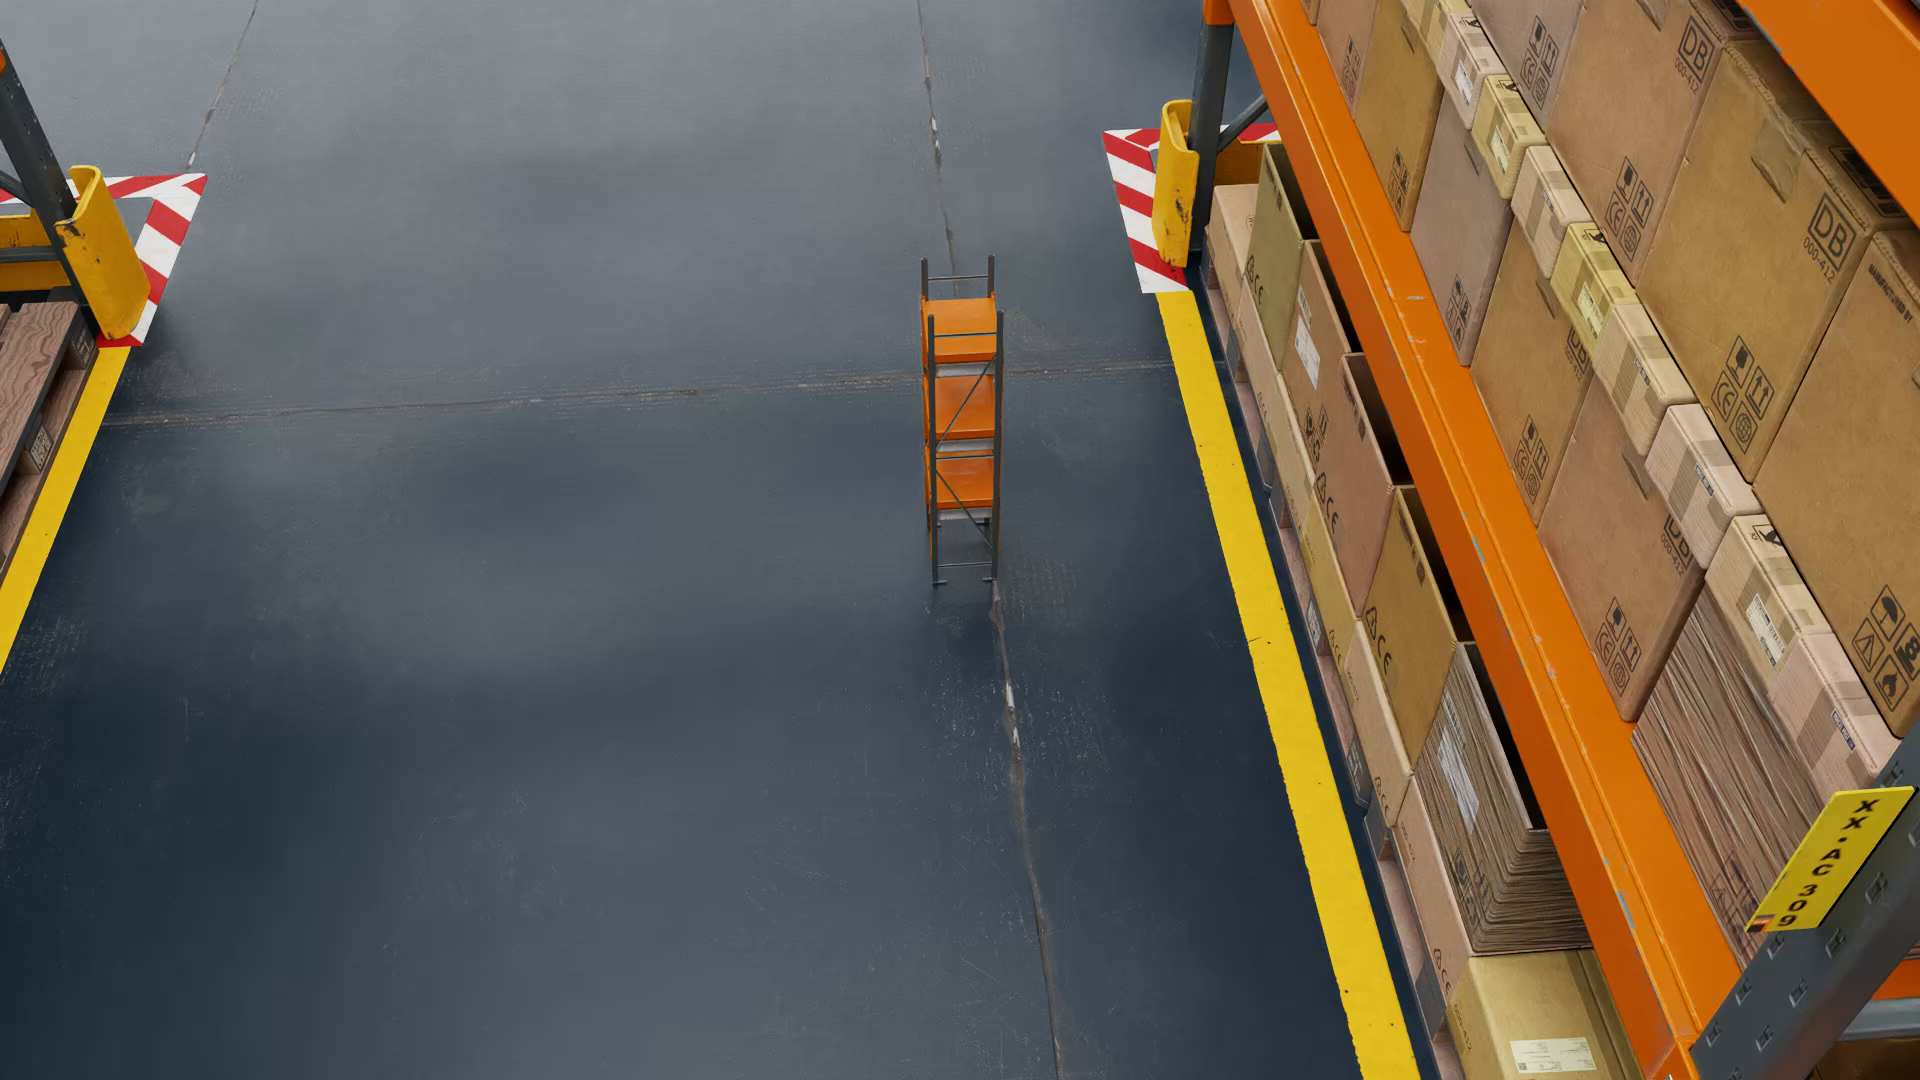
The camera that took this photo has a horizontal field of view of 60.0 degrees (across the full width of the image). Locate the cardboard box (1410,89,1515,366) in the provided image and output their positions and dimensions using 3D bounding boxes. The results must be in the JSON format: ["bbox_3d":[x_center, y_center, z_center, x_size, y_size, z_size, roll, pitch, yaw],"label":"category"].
[{"bbox_3d":[1.490,-0.764,3.838,0.700,0.500,0.500,-2,47,-2],"label":"cardboard box"}]

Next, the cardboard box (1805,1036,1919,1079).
[{"bbox_3d":[1.939,0.895,3.425,0.500,0.500,0.500,-3,47,-3],"label":"cardboard box"}]

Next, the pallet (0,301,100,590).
[{"bbox_3d":[-3.489,-0.290,5.380,1.003,0.211,1.213,-3,47,-3],"label":"pallet"}]

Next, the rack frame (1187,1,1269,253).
[{"bbox_3d":[1.331,-2.188,5.256,1.000,3.000,0.127,-3,47,-3],"label":"rack frame"}]

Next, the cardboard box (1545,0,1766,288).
[{"bbox_3d":[1.538,-0.823,3.001,0.700,0.500,0.500,-4,47,-3],"label":"cardboard box"}]

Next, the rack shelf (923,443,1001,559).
[{"bbox_3d":[0.004,-0.124,5.042,0.215,0.259,0.240,-3,47,-3],"label":"rack shelf"}]

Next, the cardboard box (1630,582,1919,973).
[{"bbox_3d":[1.622,0.351,2.783,0.700,0.500,0.500,-5,47,-4],"label":"cardboard box"}]

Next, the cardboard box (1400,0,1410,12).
[{"bbox_3d":[1.237,-1.401,3.996,0.380,0.149,0.250,-5,47,-5],"label":"cardboard box"}]

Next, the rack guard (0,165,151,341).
[{"bbox_3d":[-3.552,-0.978,5.832,1.175,0.500,0.348,-3,47,-3],"label":"rack guard"}]

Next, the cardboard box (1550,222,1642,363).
[{"bbox_3d":[1.346,-0.471,3.115,0.380,0.149,0.250,-4,47,-3],"label":"cardboard box"}]

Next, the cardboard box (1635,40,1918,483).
[{"bbox_3d":[1.579,-0.460,2.658,0.700,0.500,0.500,-4,47,-3],"label":"cardboard box"}]

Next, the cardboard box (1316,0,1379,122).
[{"bbox_3d":[1.406,-1.504,4.540,0.700,0.500,0.500,-2,47,-2],"label":"cardboard box"}]

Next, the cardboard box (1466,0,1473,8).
[{"bbox_3d":[1.454,-1.547,3.686,0.700,0.500,0.500,-3,47,-3],"label":"cardboard box"}]

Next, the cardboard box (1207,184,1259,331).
[{"bbox_3d":[1.154,-0.985,5.722,0.500,0.250,0.500,-3,47,-3],"label":"cardboard box"}]

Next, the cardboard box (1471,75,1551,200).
[{"bbox_3d":[1.300,-0.846,3.469,0.380,0.149,0.250,-2,47,-2],"label":"cardboard box"}]

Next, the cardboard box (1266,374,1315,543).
[{"bbox_3d":[1.241,-0.262,5.037,0.500,0.250,0.500,-3,47,-3],"label":"cardboard box"}]

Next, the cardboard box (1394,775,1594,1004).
[{"bbox_3d":[1.377,0.823,4.009,0.500,0.250,0.500,-3,47,-3],"label":"cardboard box"}]

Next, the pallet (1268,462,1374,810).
[{"bbox_3d":[1.536,0.202,4.913,1.003,0.211,1.213,-3,47,-3],"label":"pallet"}]

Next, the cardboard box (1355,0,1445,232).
[{"bbox_3d":[1.442,-1.144,4.199,0.700,0.500,0.500,-3,47,-3],"label":"cardboard box"}]

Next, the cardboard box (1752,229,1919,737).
[{"bbox_3d":[1.622,-0.095,2.312,0.700,0.500,0.500,-3,47,-3],"label":"cardboard box"}]

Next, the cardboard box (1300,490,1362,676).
[{"bbox_3d":[1.278,0.100,4.694,0.500,0.250,0.500,-3,47,-3],"label":"cardboard box"}]

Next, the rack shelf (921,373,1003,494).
[{"bbox_3d":[0.004,-0.315,4.840,0.215,0.259,0.240,-3,47,-3],"label":"rack shelf"}]

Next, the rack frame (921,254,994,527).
[{"bbox_3d":[-0.006,-0.411,4.916,0.200,1.050,0.008,-3,47,-3],"label":"rack frame"}]

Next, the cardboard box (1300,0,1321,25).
[{"bbox_3d":[1.357,-1.884,4.899,0.700,0.500,0.500,-3,47,-3],"label":"cardboard box"}]

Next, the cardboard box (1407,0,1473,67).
[{"bbox_3d":[1.259,-1.217,3.821,0.380,0.149,0.250,-4,47,-4],"label":"cardboard box"}]

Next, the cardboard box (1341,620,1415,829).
[{"bbox_3d":[1.321,0.462,4.351,0.500,0.250,0.500,-3,47,-3],"label":"cardboard box"}]

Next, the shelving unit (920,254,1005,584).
[{"bbox_3d":[0.004,-0.322,4.832,0.215,1.050,0.252,-3,47,-3],"label":"shelving unit"}]

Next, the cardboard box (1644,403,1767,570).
[{"bbox_3d":[1.386,-0.103,2.766,0.380,0.149,0.250,-5,47,-4],"label":"cardboard box"}]

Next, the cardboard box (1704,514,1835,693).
[{"bbox_3d":[1.411,0.086,2.587,0.380,0.149,0.250,-4,47,-4],"label":"cardboard box"}]

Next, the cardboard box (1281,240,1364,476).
[{"bbox_3d":[1.253,-0.520,4.765,0.500,0.500,0.500,-3,47,-3],"label":"cardboard box"}]

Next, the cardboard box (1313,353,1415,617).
[{"bbox_3d":[1.277,-0.158,4.421,0.500,0.500,0.500,-3,47,-3],"label":"cardboard box"}]

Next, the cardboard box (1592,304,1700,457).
[{"bbox_3d":[1.363,-0.293,2.946,0.380,0.149,0.250,-4,47,-3],"label":"cardboard box"}]

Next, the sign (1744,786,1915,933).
[{"bbox_3d":[1.113,0.416,2.139,0.100,0.325,0.005,-3,47,-3],"label":"sign"}]

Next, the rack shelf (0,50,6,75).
[{"bbox_3d":[-3.438,-0.195,3.864,1.077,0.370,4.000,-3,47,-3],"label":"rack shelf"}]

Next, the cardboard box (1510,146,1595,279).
[{"bbox_3d":[1.325,-0.654,3.287,0.380,0.149,0.250,-2,47,-2],"label":"cardboard box"}]

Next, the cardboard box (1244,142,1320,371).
[{"bbox_3d":[1.198,-0.881,5.107,0.500,0.500,0.500,-3,47,-3],"label":"cardboard box"}]

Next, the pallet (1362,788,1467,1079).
[{"bbox_3d":[1.641,1.087,4.075,1.003,0.211,1.213,-3,47,-3],"label":"pallet"}]

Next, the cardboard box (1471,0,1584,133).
[{"bbox_3d":[1.496,-1.184,3.343,0.700,0.500,0.500,-3,47,-3],"label":"cardboard box"}]

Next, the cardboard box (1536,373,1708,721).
[{"bbox_3d":[1.572,-0.030,3.144,0.700,0.500,0.500,-4,47,-4],"label":"cardboard box"}]

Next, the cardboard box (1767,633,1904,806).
[{"bbox_3d":[1.430,0.265,2.417,0.380,0.149,0.250,-4,47,-3],"label":"cardboard box"}]

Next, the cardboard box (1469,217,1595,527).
[{"bbox_3d":[1.534,-0.393,3.488,0.700,0.500,0.500,-3,47,-3],"label":"cardboard box"}]

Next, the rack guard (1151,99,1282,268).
[{"bbox_3d":[1.329,-1.346,6.180,1.175,0.500,0.348,-3,47,-3],"label":"rack guard"}]

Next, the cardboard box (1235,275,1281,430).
[{"bbox_3d":[1.200,-0.624,5.379,0.500,0.250,0.500,-3,47,-3],"label":"cardboard box"}]

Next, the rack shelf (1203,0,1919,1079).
[{"bbox_3d":[1.498,-0.493,4.147,1.077,0.370,4.000,-3,47,-3],"label":"rack shelf"}]

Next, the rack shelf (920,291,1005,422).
[{"bbox_3d":[0.004,-0.510,4.634,0.215,0.259,0.240,-3,47,-3],"label":"rack shelf"}]

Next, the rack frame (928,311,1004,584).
[{"bbox_3d":[0.015,-0.234,4.749,0.200,1.050,0.008,-3,47,-3],"label":"rack frame"}]

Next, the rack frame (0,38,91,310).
[{"bbox_3d":[-3.605,-1.889,4.973,1.000,3.000,0.127,-3,47,-3],"label":"rack frame"}]

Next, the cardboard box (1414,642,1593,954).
[{"bbox_3d":[1.379,0.565,3.737,0.500,0.500,0.500,-3,47,-3],"label":"cardboard box"}]

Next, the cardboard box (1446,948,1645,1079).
[{"bbox_3d":[1.409,1.185,3.666,0.500,0.250,0.500,-3,47,-3],"label":"cardboard box"}]

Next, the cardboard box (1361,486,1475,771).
[{"bbox_3d":[1.333,0.203,4.080,0.500,0.500,0.500,-3,47,-3],"label":"cardboard box"}]

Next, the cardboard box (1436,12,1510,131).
[{"bbox_3d":[1.277,-1.036,3.650,0.380,0.149,0.250,-3,47,-3],"label":"cardboard box"}]

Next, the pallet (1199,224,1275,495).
[{"bbox_3d":[1.437,-0.678,5.747,1.003,0.211,1.213,-3,47,-3],"label":"pallet"}]
